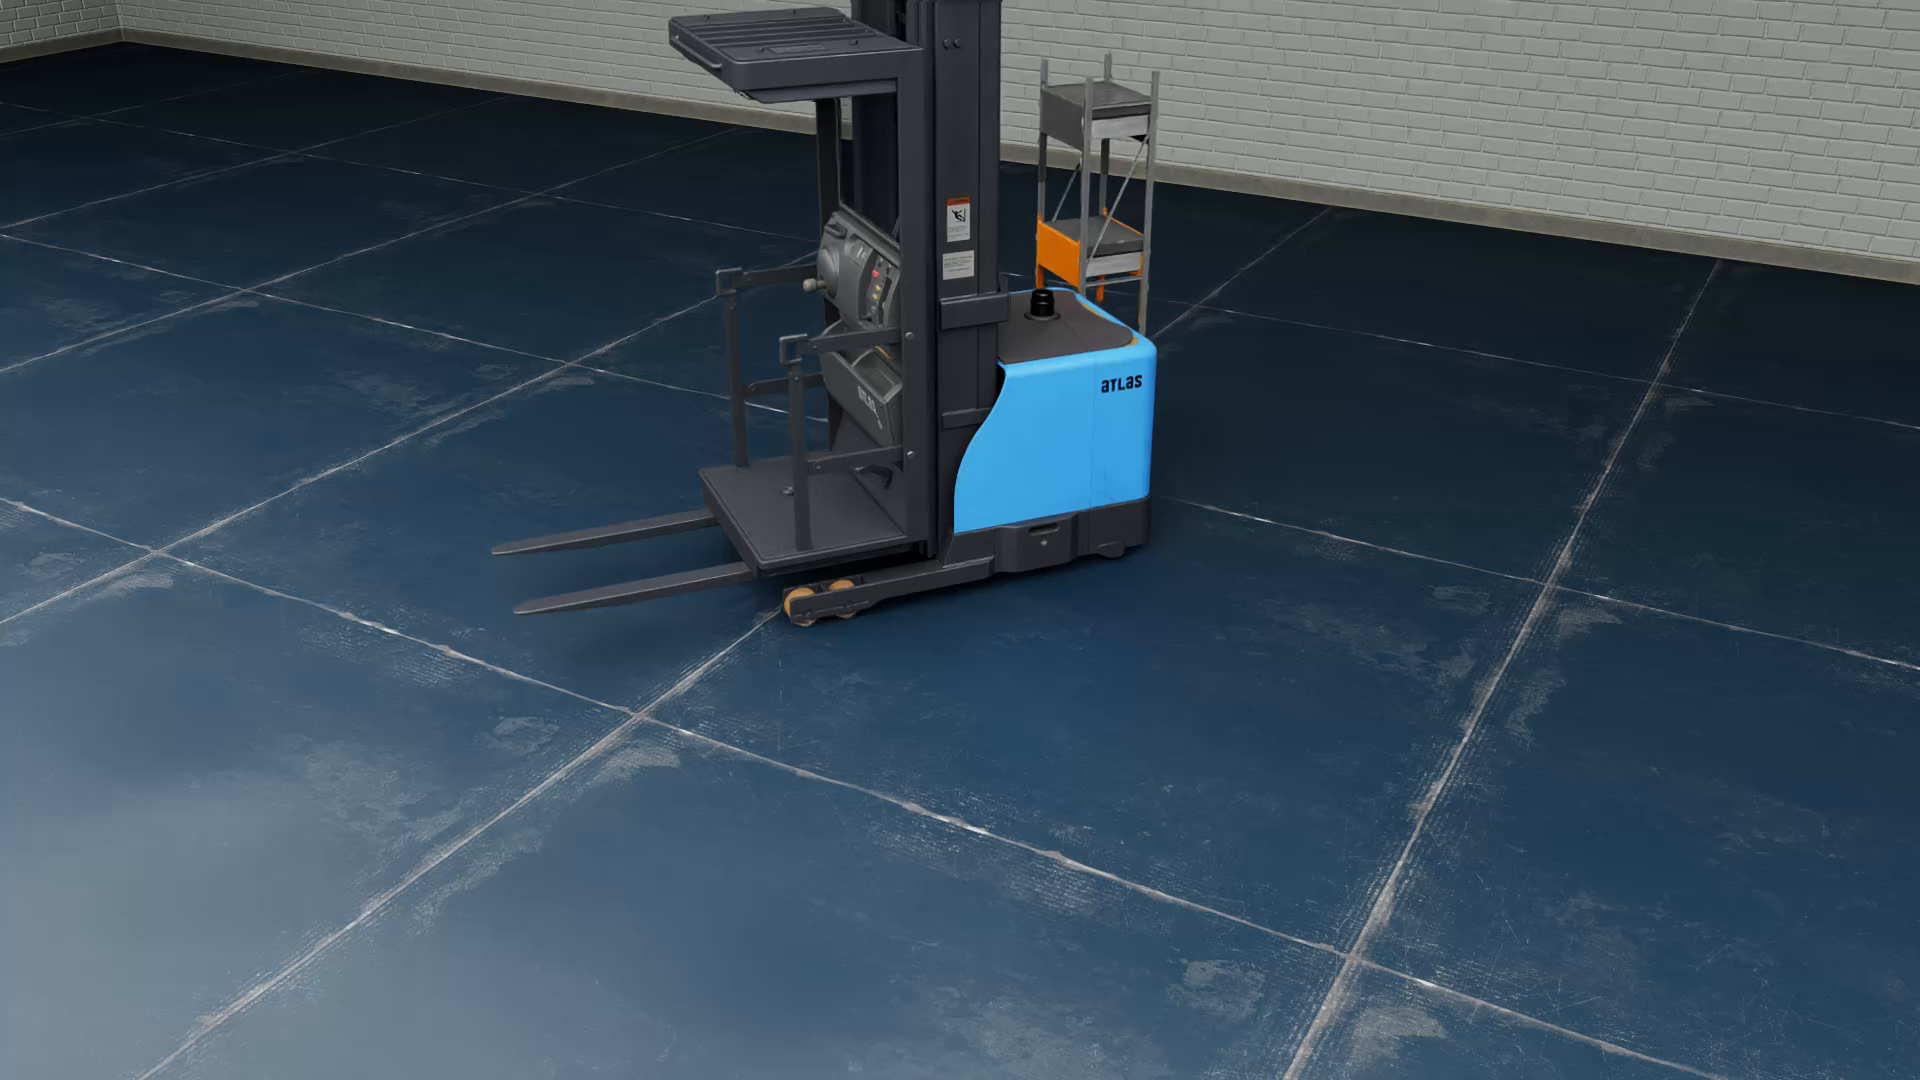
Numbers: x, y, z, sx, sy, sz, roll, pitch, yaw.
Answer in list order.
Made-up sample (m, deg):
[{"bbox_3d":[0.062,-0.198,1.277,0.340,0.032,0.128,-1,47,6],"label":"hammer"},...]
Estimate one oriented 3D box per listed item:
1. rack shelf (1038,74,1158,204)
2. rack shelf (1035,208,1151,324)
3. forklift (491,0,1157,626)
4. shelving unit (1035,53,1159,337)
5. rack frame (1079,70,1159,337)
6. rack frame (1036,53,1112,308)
[{"bbox_3d":[0.694,-2.042,8.450,0.431,0.518,0.480,-11,29,-21],"label":"rack shelf"},{"bbox_3d":[0.693,-1.417,8.764,0.431,0.518,0.480,-11,29,-21],"label":"rack shelf"},{"bbox_3d":[-0.639,-1.195,7.362,3.031,2.935,1.130,-11,28,-20],"label":"forklift"},{"bbox_3d":[0.693,-1.429,8.758,0.431,2.100,0.503,-11,29,-21],"label":"shelving unit"},{"bbox_3d":[0.791,-1.329,8.558,0.400,2.100,0.015,-11,29,-21],"label":"rack frame"},{"bbox_3d":[0.595,-1.529,8.957,0.400,2.100,0.015,-11,29,-21],"label":"rack frame"}]
